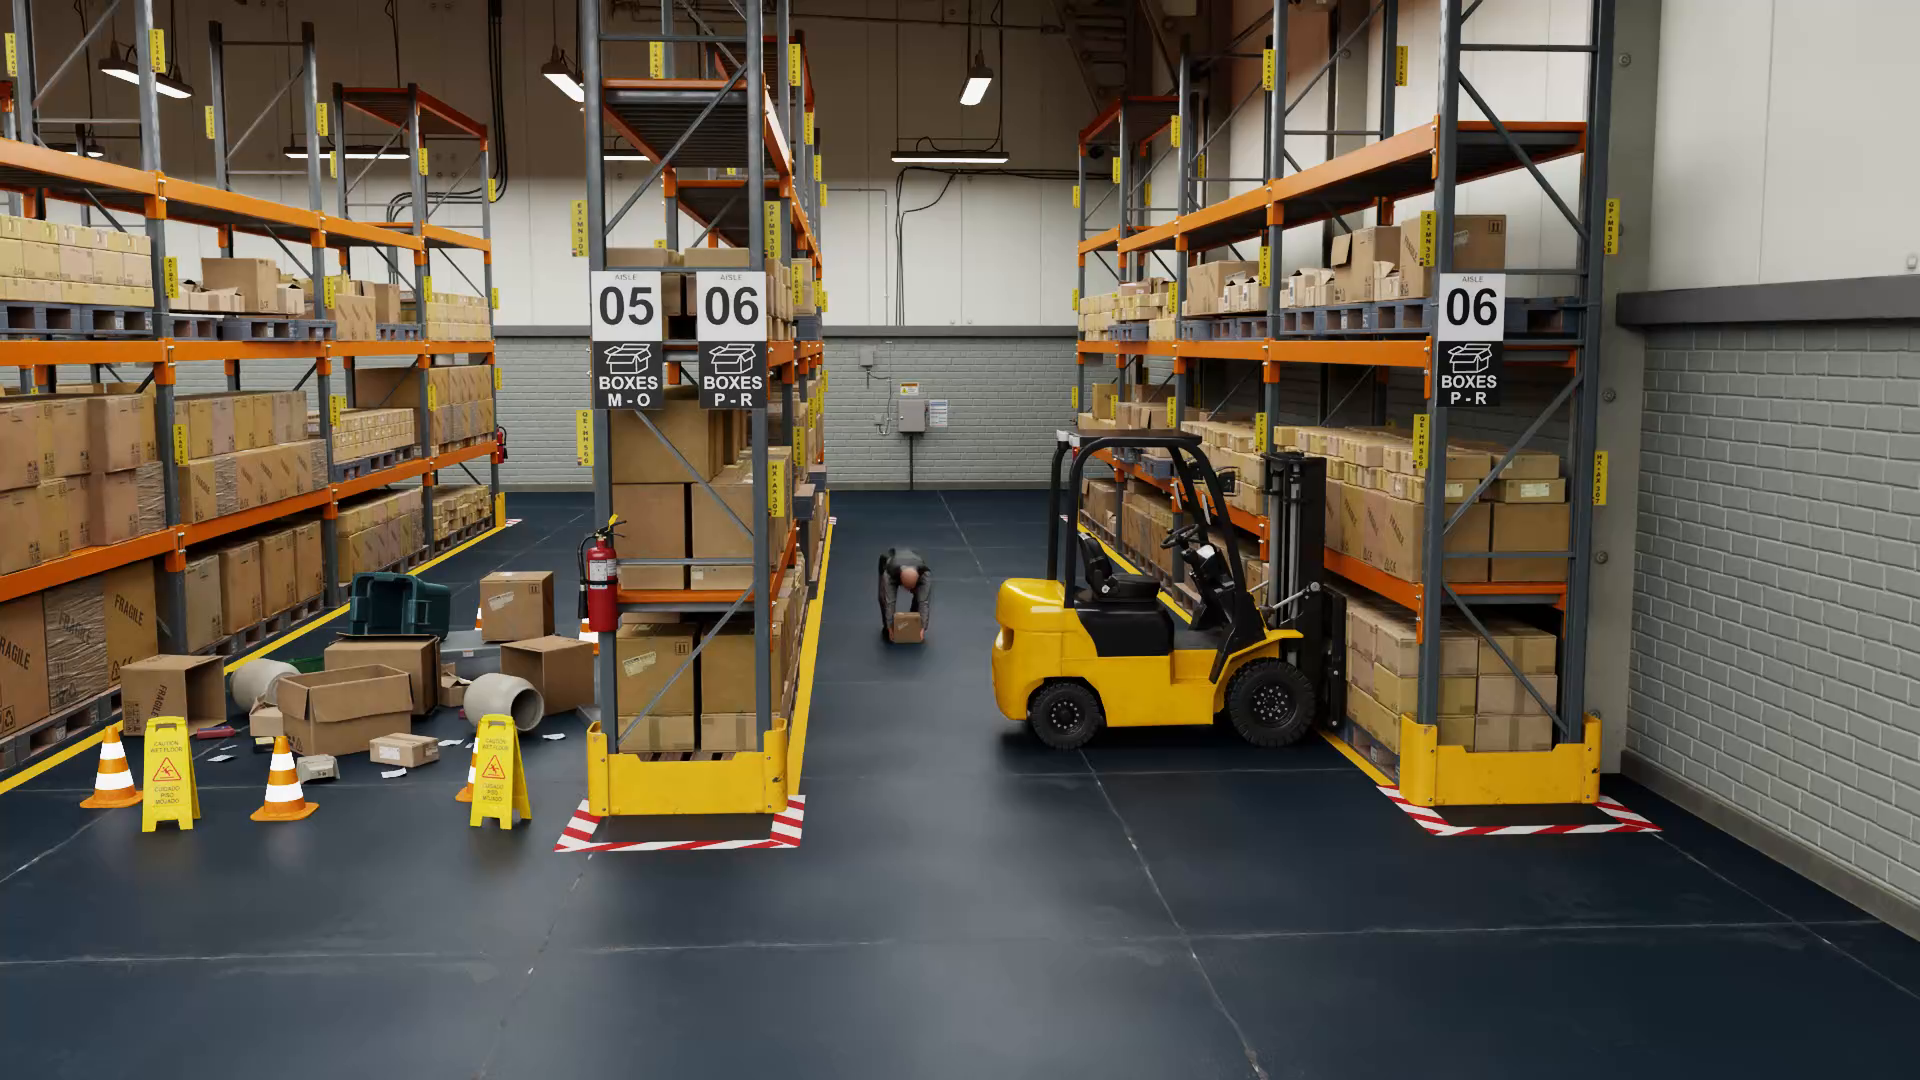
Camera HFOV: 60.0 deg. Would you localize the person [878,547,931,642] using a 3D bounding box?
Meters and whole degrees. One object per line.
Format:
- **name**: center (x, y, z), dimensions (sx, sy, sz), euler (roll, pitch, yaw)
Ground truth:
- **person**: center (-0.537, 0.506, 15.944), dimensions (0.500, 0.847, 0.952), euler (-1, 7, -5)
